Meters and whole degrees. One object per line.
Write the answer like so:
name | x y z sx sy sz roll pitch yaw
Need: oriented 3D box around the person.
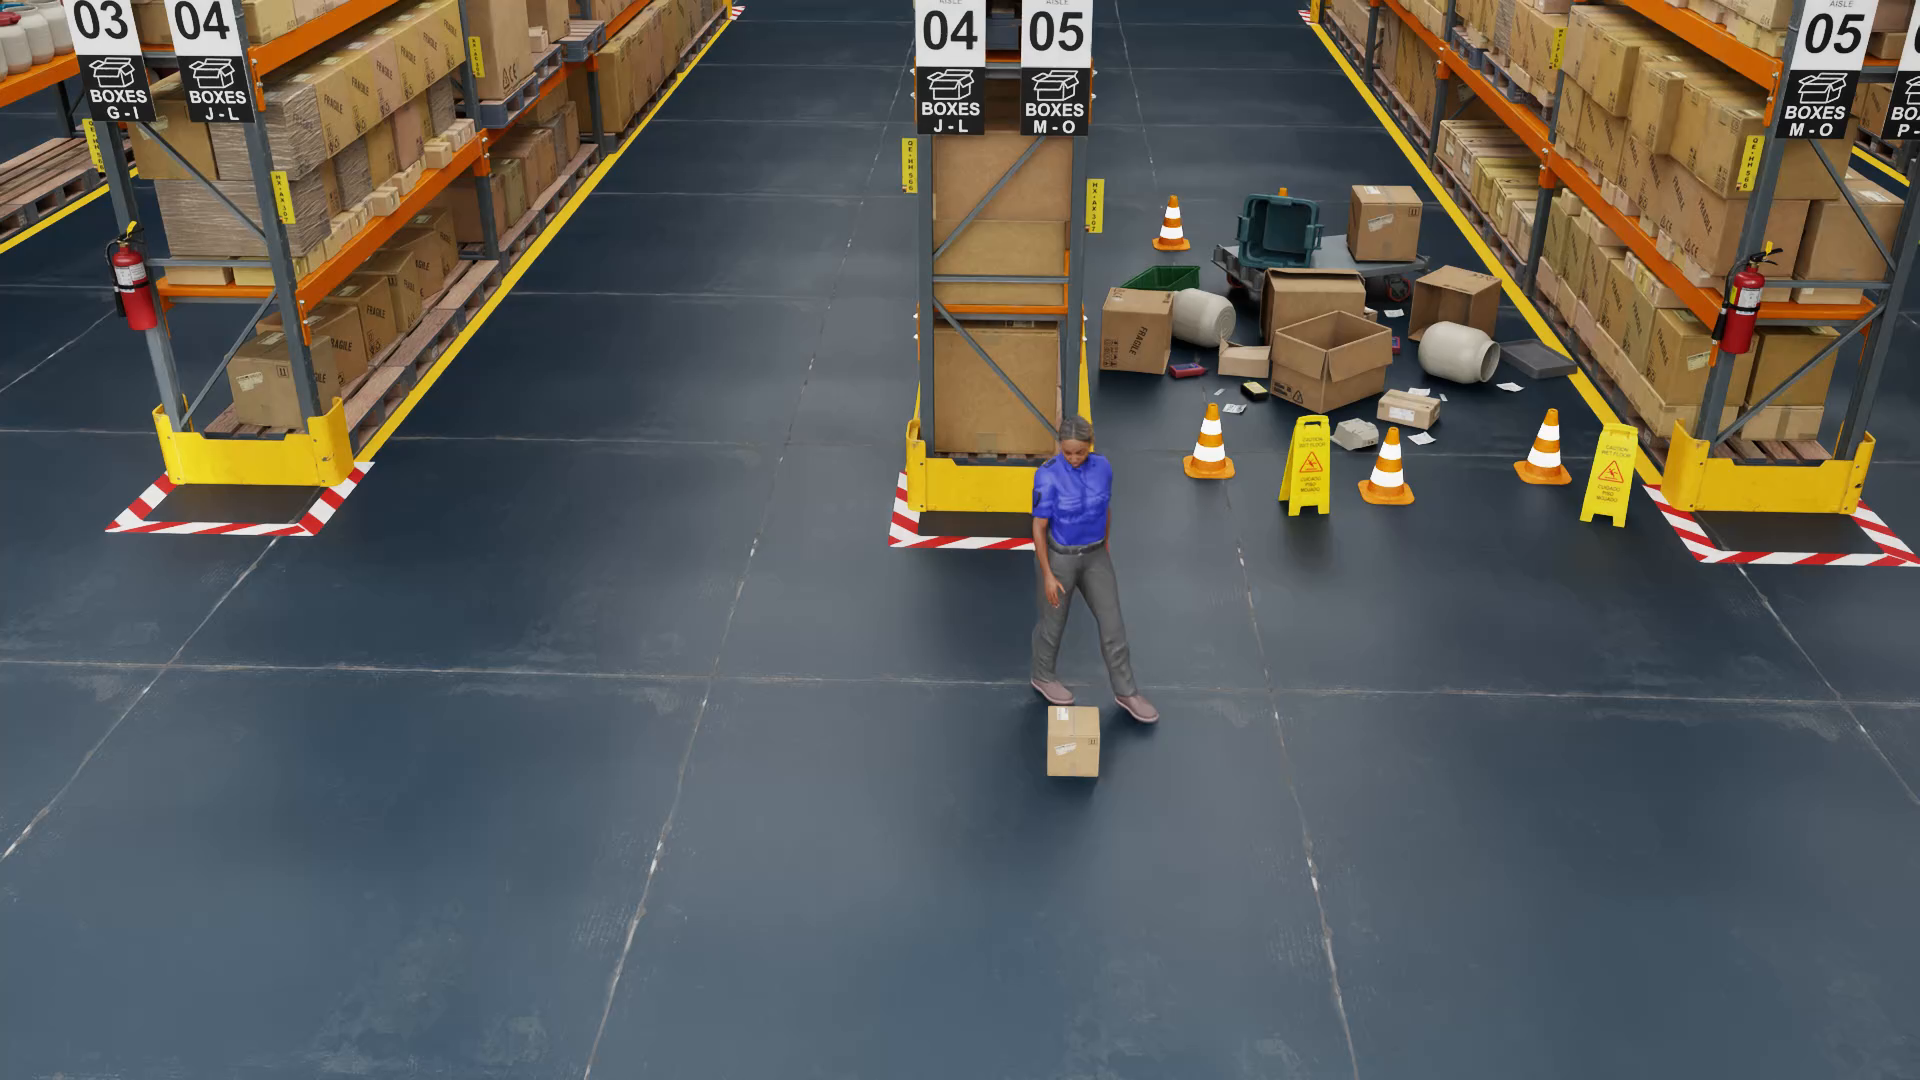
person | 0.657 0.158 8.327 0.547 1.638 0.667 -13 31 -23
